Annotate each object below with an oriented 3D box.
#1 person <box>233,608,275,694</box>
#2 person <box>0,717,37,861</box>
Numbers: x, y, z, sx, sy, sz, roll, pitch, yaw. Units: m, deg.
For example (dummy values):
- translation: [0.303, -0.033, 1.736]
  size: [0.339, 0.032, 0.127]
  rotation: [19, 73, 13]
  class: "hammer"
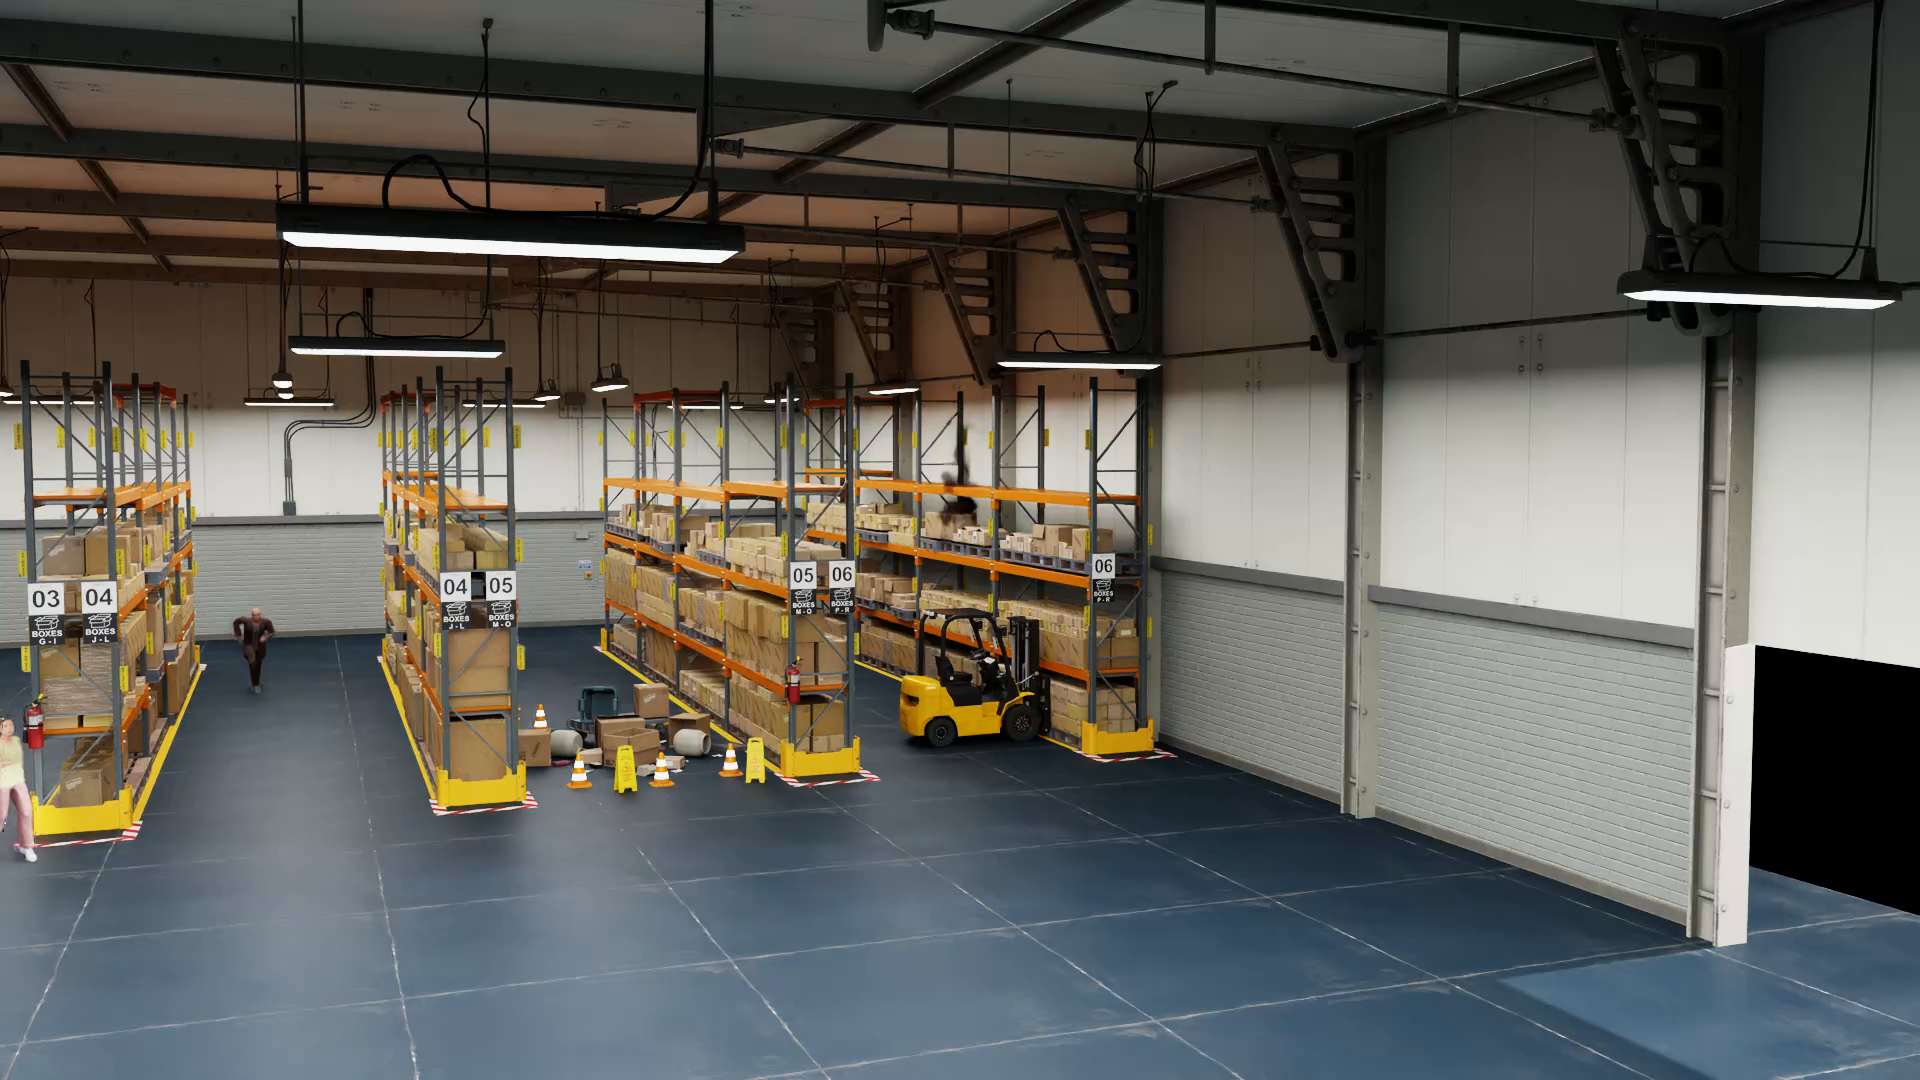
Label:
- translation: [-14.085, 2.190, 33.193]
  size: [0.753, 1.744, 1.056]
  rotation: [-2, 4, -26]
  class: "person"
- translation: [-11.399, 2.964, 19.865]
  size: [0.790, 1.723, 0.579]
  rotation: [2, 4, 33]
  class: "person"
